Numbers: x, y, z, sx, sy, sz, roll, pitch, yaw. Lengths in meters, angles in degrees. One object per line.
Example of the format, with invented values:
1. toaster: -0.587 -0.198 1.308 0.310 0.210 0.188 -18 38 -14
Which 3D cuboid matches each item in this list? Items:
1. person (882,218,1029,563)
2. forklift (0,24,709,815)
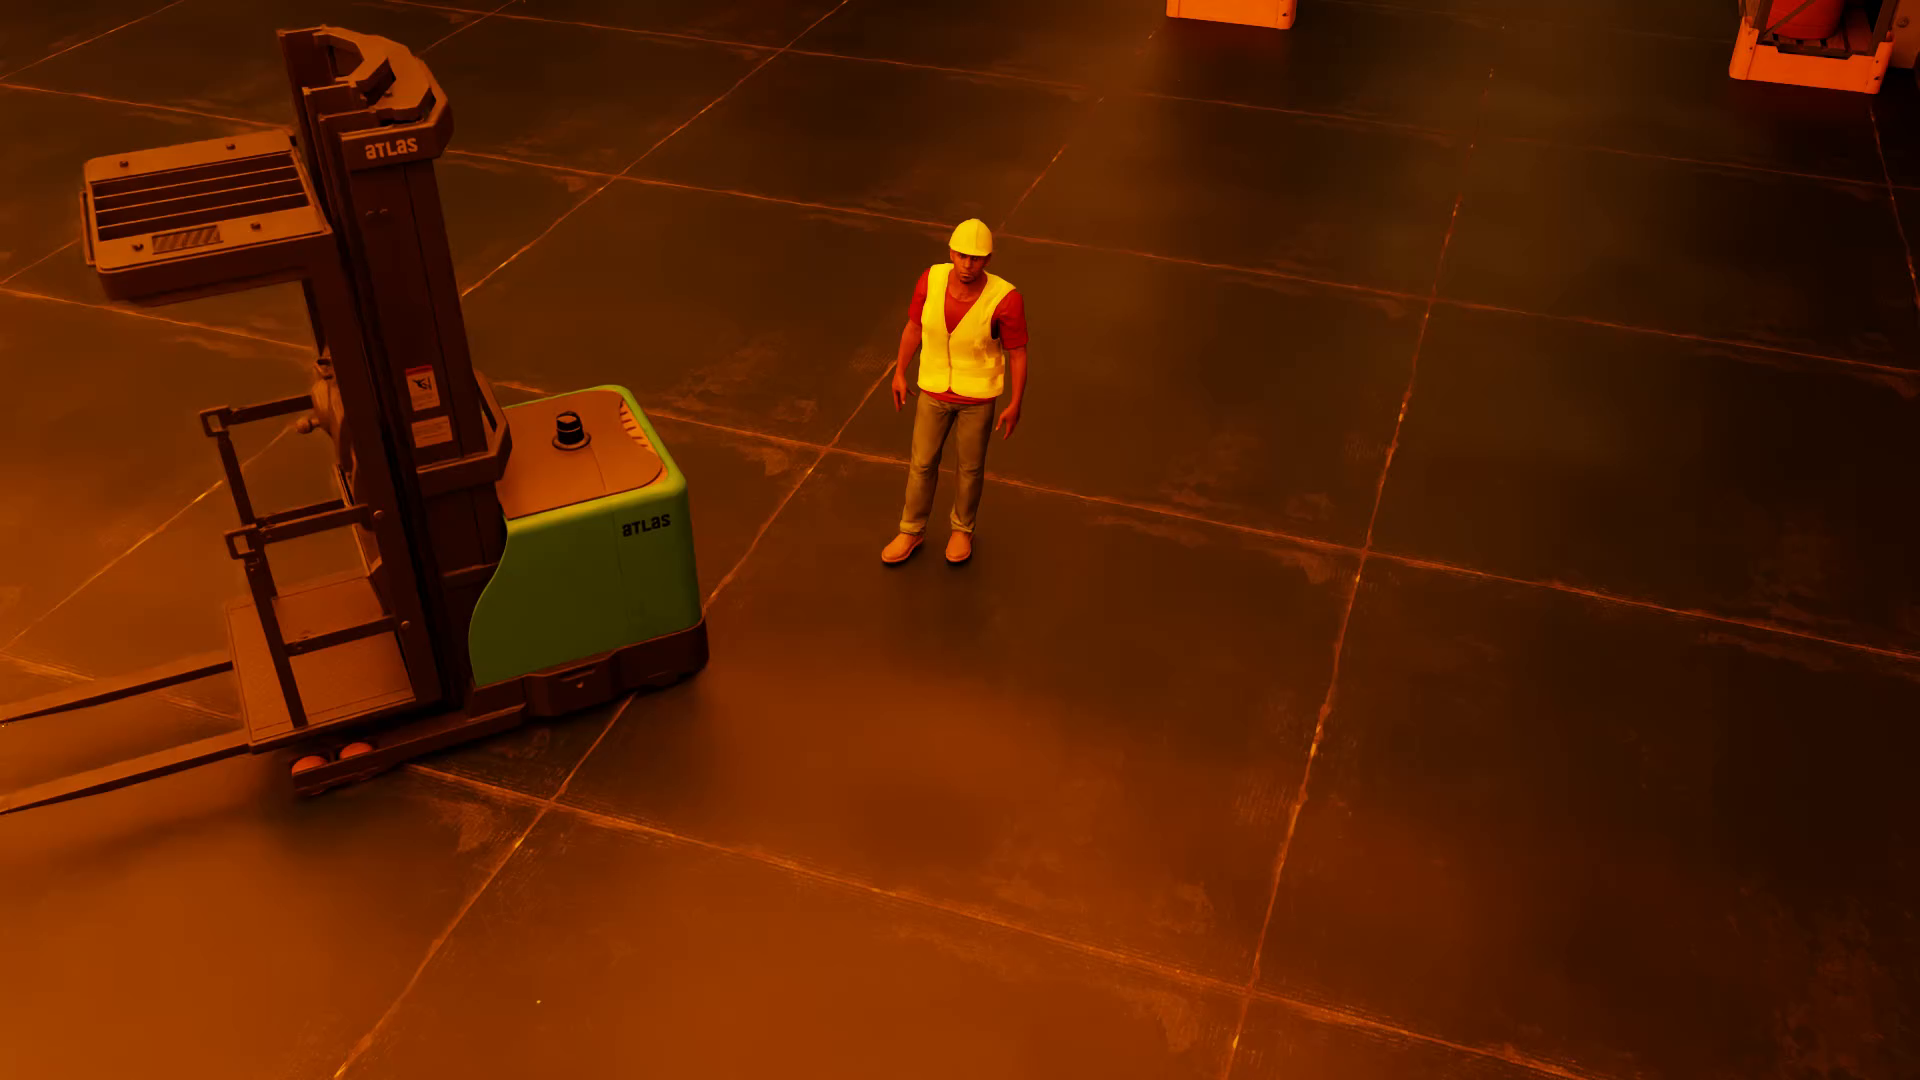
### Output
1. person: -0.029 -0.690 8.078 0.665 1.765 0.577 12 37 16
2. forklift: -2.725 -0.456 6.754 3.031 2.935 1.130 -15 38 -21
